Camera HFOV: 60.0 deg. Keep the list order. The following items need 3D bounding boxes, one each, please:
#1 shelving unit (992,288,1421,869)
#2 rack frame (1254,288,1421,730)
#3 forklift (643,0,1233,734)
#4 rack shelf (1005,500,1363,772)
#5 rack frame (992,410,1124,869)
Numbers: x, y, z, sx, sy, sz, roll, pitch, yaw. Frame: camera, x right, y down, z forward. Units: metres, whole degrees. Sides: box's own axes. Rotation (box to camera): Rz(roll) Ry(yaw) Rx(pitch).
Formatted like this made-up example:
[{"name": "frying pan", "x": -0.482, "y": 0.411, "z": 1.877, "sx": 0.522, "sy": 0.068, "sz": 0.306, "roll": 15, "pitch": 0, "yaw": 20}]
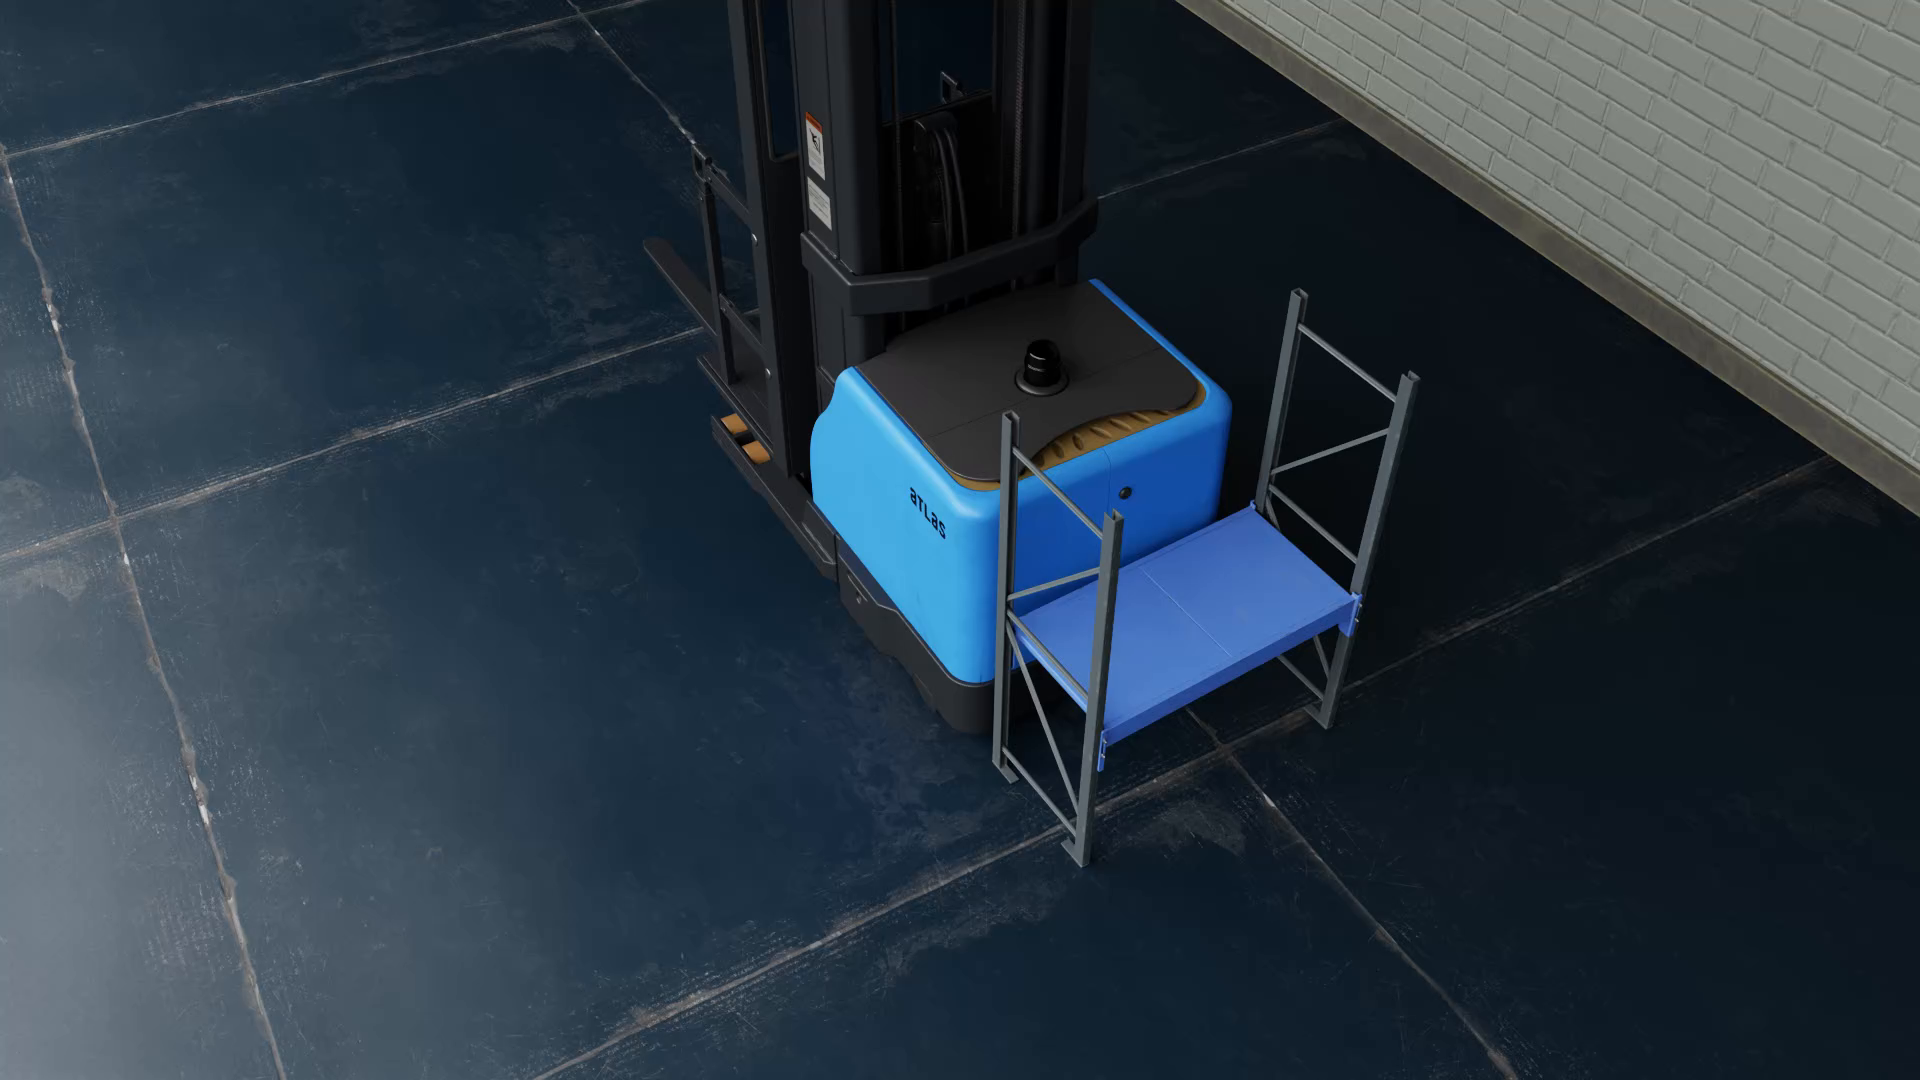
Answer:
[{"name": "shelving unit", "x": 0.685, "y": 0.145, "z": 5.021, "sx": 1.048, "sy": 1.500, "sz": 0.538, "roll": -24, "pitch": 50, "yaw": -23}, {"name": "rack frame", "x": 1.110, "y": -0.048, "z": 5.221, "sx": 0.032, "sy": 1.500, "sz": 0.500, "roll": -24, "pitch": 50, "yaw": -23}, {"name": "forklift", "x": -0.321, "y": -1.423, "z": 5.612, "sx": 1.130, "sy": 2.935, "sz": 3.031, "roll": -23, "pitch": 49, "yaw": -22}, {"name": "rack shelf", "x": 0.684, "y": 0.273, "z": 5.147, "sx": 1.000, "sy": 0.185, "sz": 0.538, "roll": -24, "pitch": 50, "yaw": -23}, {"name": "rack frame", "x": 0.259, "y": 0.338, "z": 4.822, "sx": 0.032, "sy": 1.500, "sz": 0.500, "roll": -24, "pitch": 50, "yaw": -23}]
